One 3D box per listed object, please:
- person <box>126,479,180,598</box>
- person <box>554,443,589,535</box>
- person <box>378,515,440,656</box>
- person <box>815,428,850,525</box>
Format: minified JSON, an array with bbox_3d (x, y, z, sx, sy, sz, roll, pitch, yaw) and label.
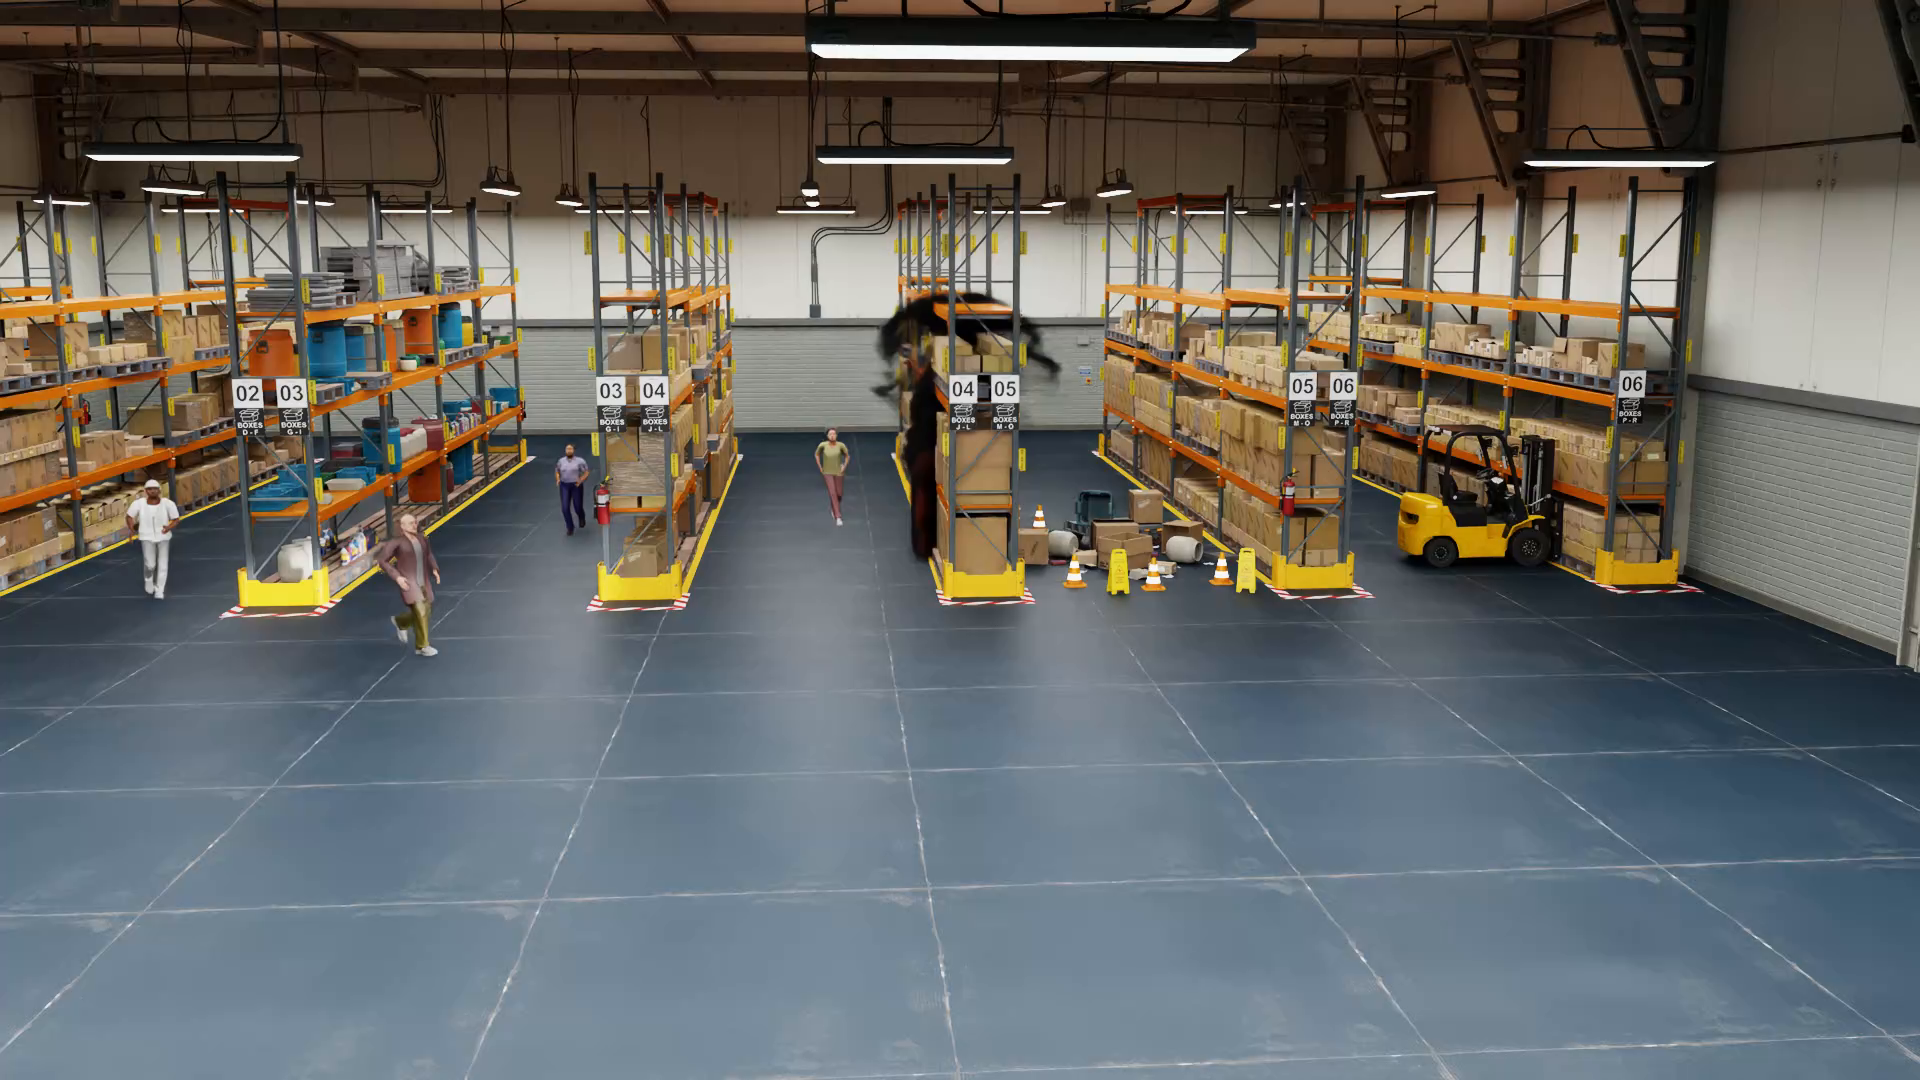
[{"bbox_3d":[-11.493,-0.002,23.744,0.686,1.728,0.591,-5,11,-28],"label":"person"},{"bbox_3d":[-6.826,-0.900,29.209,0.608,1.595,0.545,0,10,-1],"label":"person"},{"bbox_3d":[-6.810,0.545,20.577,0.859,1.741,0.747,6,12,30],"label":"person"},{"bbox_3d":[-2.194,-1.119,28.698,0.604,1.658,0.722,-2,10,-9],"label":"person"}]
